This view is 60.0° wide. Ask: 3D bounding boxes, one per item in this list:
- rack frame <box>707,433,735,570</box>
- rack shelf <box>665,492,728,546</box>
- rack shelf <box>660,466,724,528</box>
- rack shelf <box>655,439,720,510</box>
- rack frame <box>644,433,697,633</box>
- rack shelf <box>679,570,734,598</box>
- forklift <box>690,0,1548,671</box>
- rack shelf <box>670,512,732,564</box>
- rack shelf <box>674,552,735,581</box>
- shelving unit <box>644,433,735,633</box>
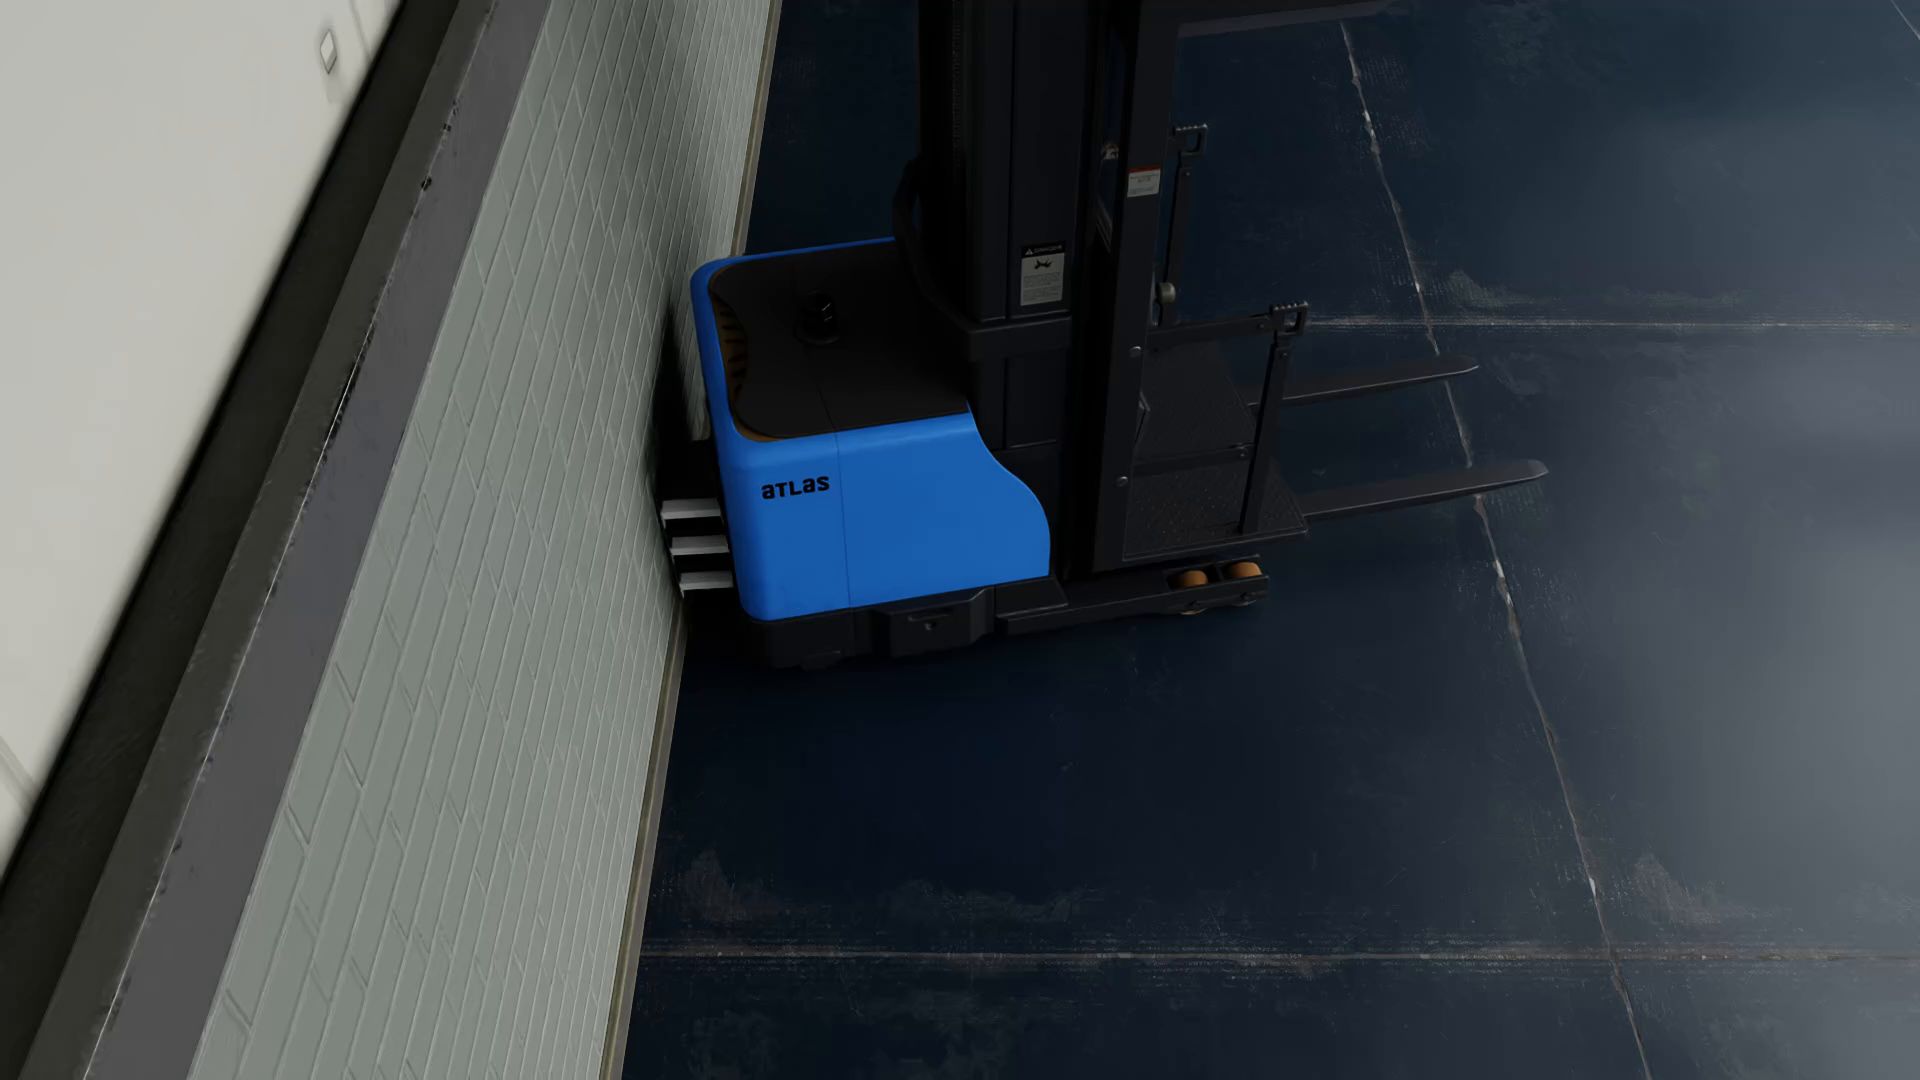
[{"bbox_3d":[-0.782,-0.069,5.690,0.006,0.900,0.240,-3,48,1],"label":"rack frame"},{"bbox_3d":[-0.886,-0.101,5.649,0.200,0.077,0.258,-3,48,1],"label":"rack shelf"},{"bbox_3d":[-0.890,-0.162,5.582,0.200,0.077,0.258,-3,48,1],"label":"rack shelf"},{"bbox_3d":[-0.895,-0.222,5.516,0.200,0.077,0.258,-3,48,1],"label":"rack shelf"},{"bbox_3d":[-0.985,-0.057,5.692,0.006,0.900,0.240,-3,48,1],"label":"rack frame"},{"bbox_3d":[-0.873,0.080,5.848,0.200,0.077,0.258,-3,48,1],"label":"rack shelf"},{"bbox_3d":[0.638,-1.100,5.272,3.031,2.935,1.130,-9,48,-8],"label":"forklift"},{"bbox_3d":[-0.882,-0.041,5.715,0.200,0.077,0.258,-3,48,1],"label":"rack shelf"},{"bbox_3d":[-0.877,0.020,5.782,0.200,0.077,0.258,-3,48,1],"label":"rack shelf"},{"bbox_3d":[-0.883,-0.063,5.691,0.210,0.900,0.258,-3,48,1],"label":"shelving unit"}]
